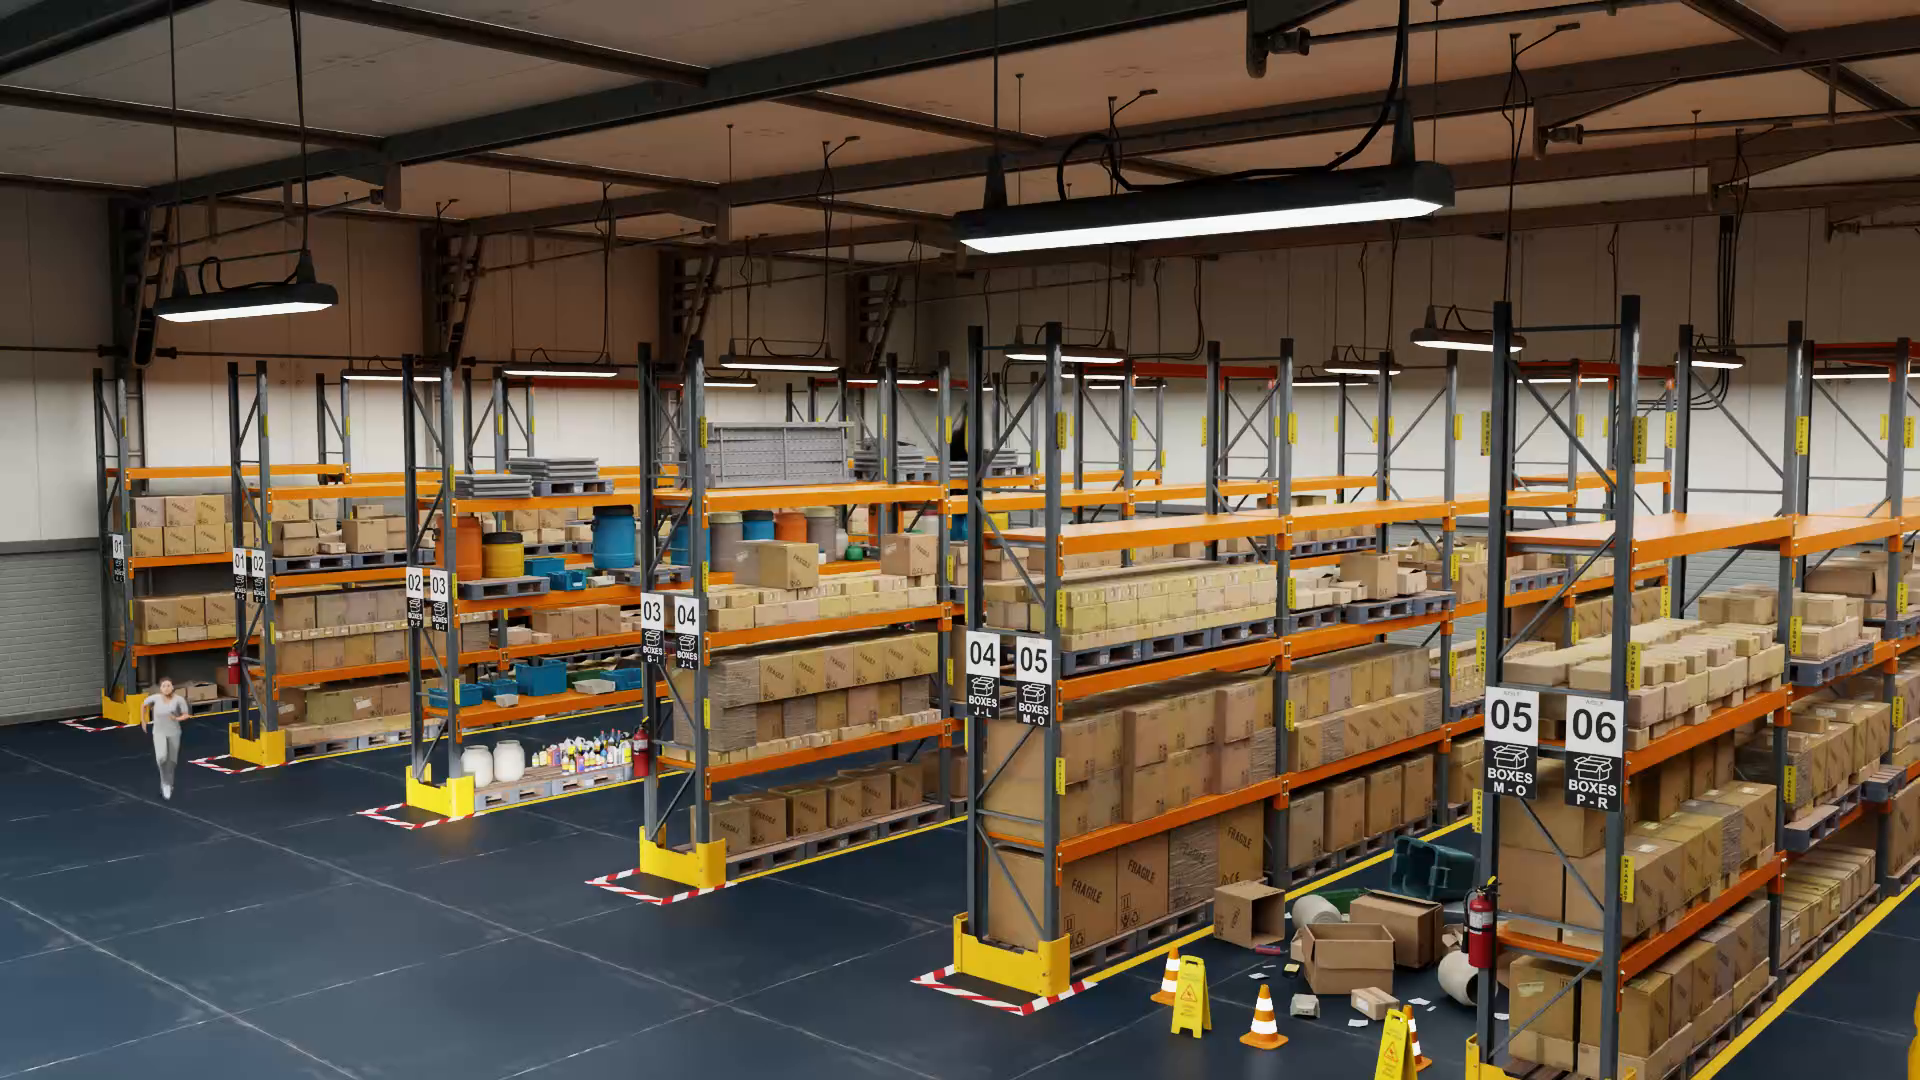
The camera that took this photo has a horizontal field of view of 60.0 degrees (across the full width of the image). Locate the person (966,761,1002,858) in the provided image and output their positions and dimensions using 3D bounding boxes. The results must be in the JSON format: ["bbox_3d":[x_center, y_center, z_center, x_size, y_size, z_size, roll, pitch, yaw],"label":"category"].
[{"bbox_3d":[0.399,3.056,18.007,0.711,1.583,0.870,1,4,14],"label":"person"}]

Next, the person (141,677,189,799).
[{"bbox_3d":[-10.784,2.670,22.583,0.590,1.650,0.796,-2,5,-25],"label":"person"}]
